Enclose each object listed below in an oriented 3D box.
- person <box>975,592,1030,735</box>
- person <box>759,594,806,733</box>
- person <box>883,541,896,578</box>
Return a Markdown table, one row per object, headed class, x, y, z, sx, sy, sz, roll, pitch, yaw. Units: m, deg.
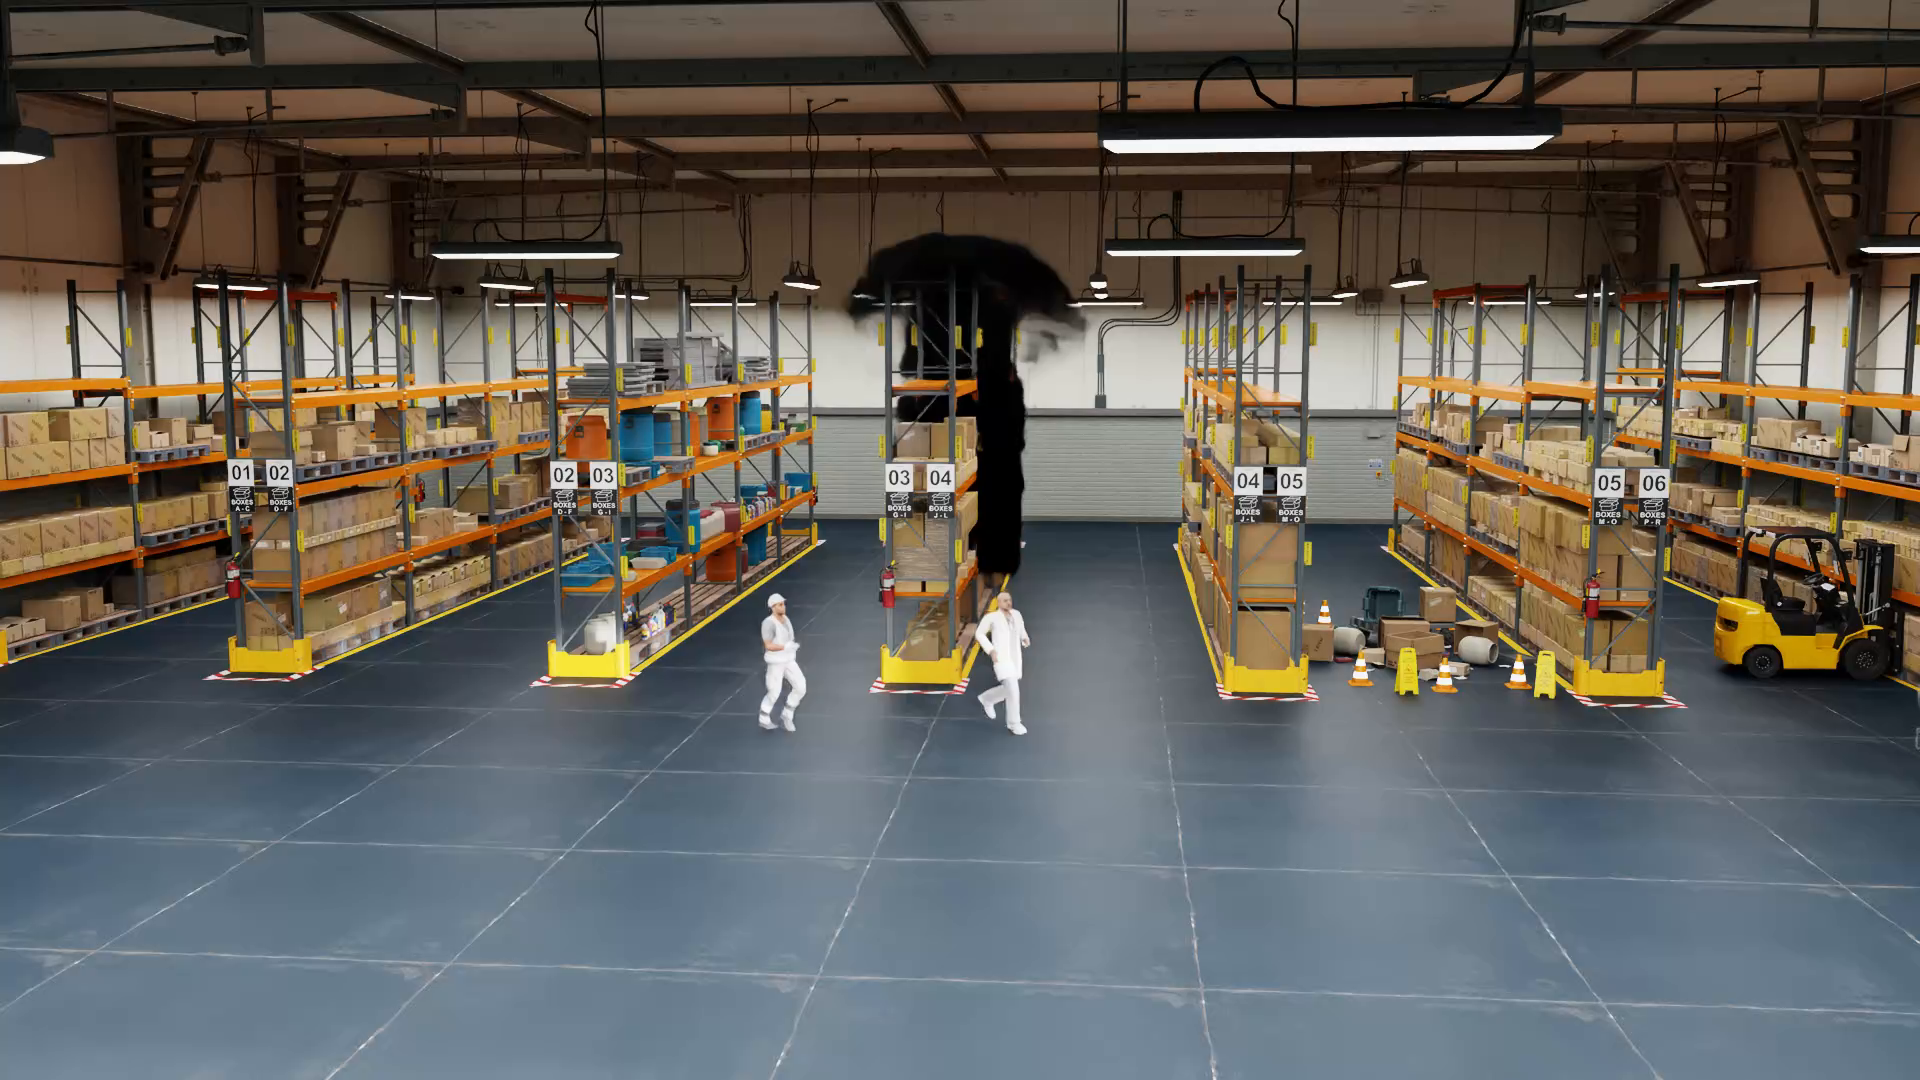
| class | x | y | z | sx | sy | sz | roll | pitch | yaw |
| --- | --- | --- | --- | --- | --- | --- | --- | --- | --- |
| person | 0.568 | 1.545 | 21.351 | 0.699 | 1.783 | 0.923 | -6 | 9 | -39 |
| person | -2.247 | 1.568 | 21.029 | 0.711 | 1.793 | 0.639 | 5 | 9 | 36 |
| person | -1.284 | 0.186 | 33.069 | 0.582 | 1.689 | 0.777 | 1 | 7 | 9 |
